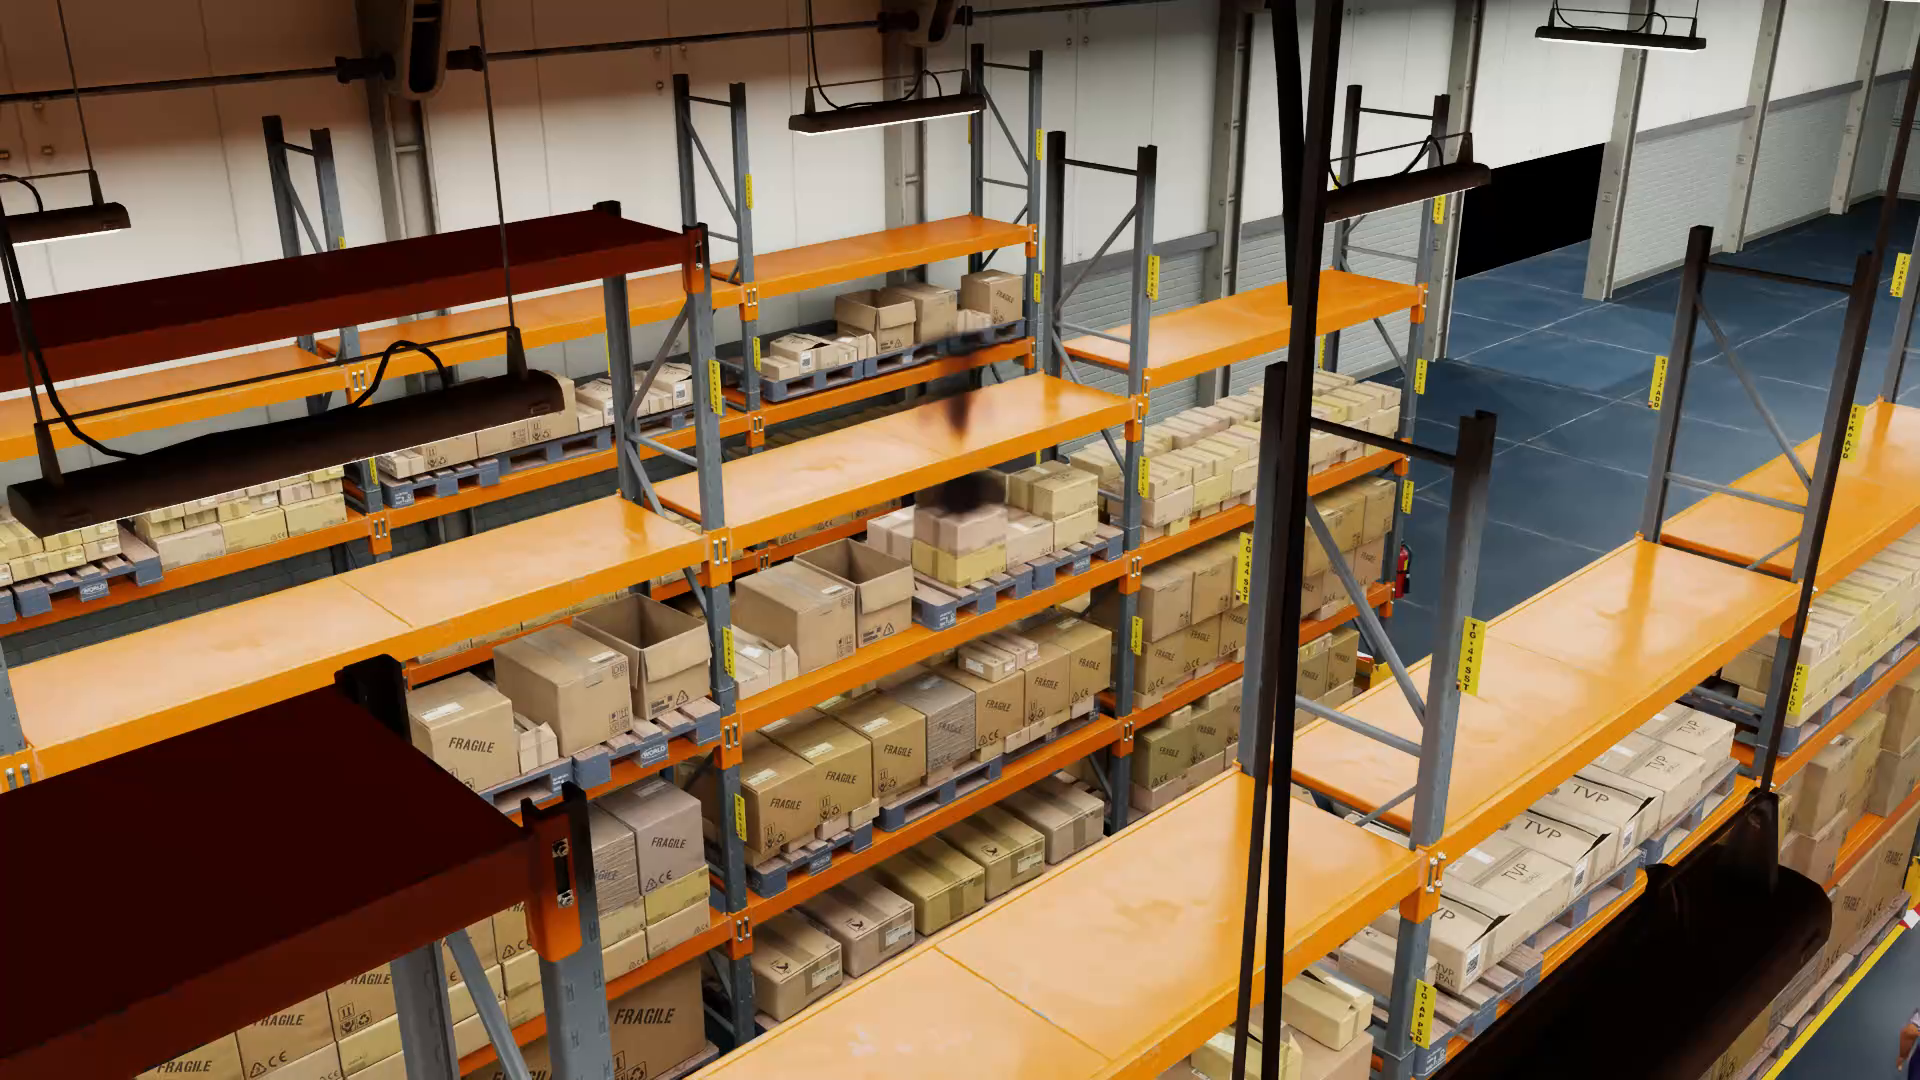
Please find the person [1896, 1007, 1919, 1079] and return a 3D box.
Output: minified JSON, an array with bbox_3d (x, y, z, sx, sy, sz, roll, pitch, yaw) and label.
[{"bbox_3d":[6.178,3.397,10.424,0.598,1.652,0.933,15,27,32],"label":"person"}]
